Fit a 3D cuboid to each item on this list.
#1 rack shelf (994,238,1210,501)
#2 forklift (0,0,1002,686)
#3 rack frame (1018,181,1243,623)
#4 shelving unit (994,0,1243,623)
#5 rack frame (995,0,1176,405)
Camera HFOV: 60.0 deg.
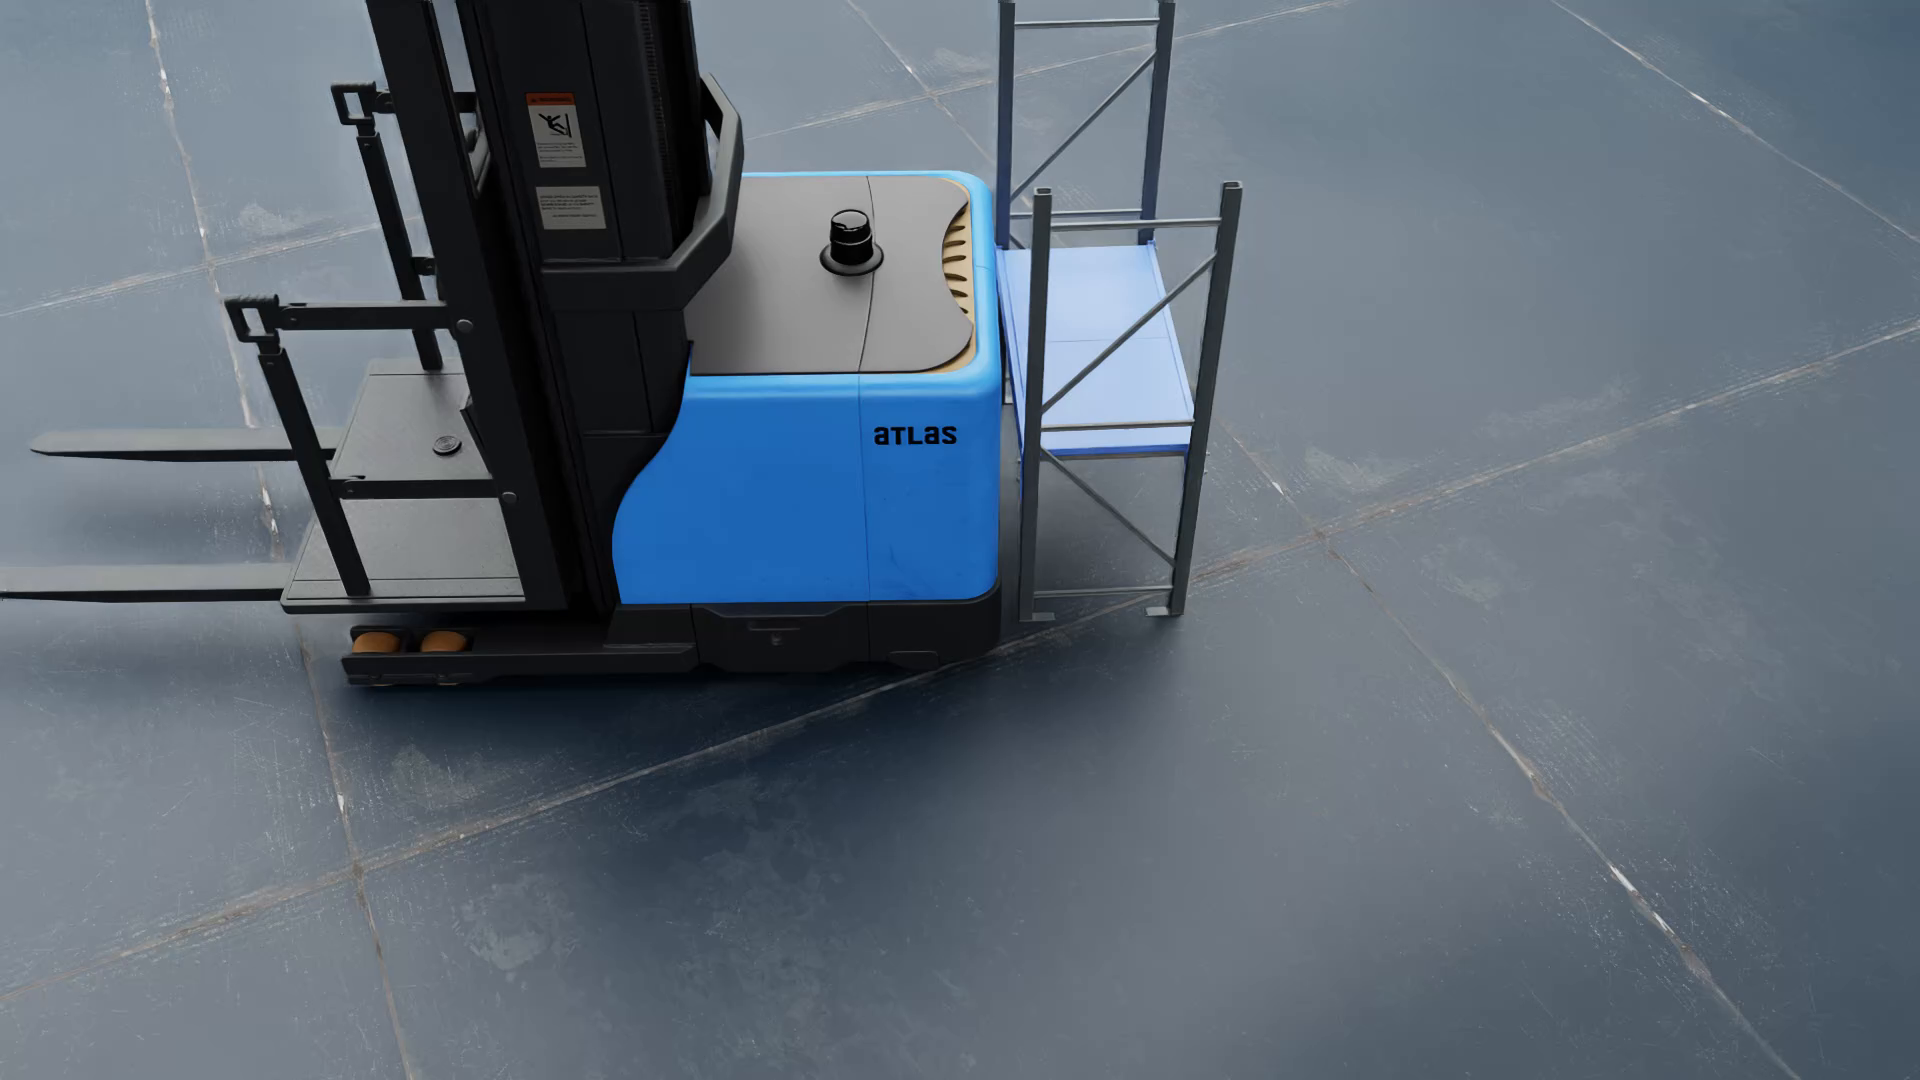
[{"bbox_3d":[0.393,-0.535,4.980,0.538,0.185,1.000,-2,45,-3],"label":"rack shelf"},{"bbox_3d":[-1.404,-0.996,4.173,3.031,2.935,1.130,-1,45,-1],"label":"forklift"},{"bbox_3d":[0.425,-0.306,4.492,0.500,1.500,0.032,-2,45,-3],"label":"rack frame"},{"bbox_3d":[0.393,-0.663,4.853,0.538,1.500,1.048,-2,45,-3],"label":"shelving unit"},{"bbox_3d":[0.362,-1.019,5.215,0.500,1.500,0.032,-2,45,-3],"label":"rack frame"}]
